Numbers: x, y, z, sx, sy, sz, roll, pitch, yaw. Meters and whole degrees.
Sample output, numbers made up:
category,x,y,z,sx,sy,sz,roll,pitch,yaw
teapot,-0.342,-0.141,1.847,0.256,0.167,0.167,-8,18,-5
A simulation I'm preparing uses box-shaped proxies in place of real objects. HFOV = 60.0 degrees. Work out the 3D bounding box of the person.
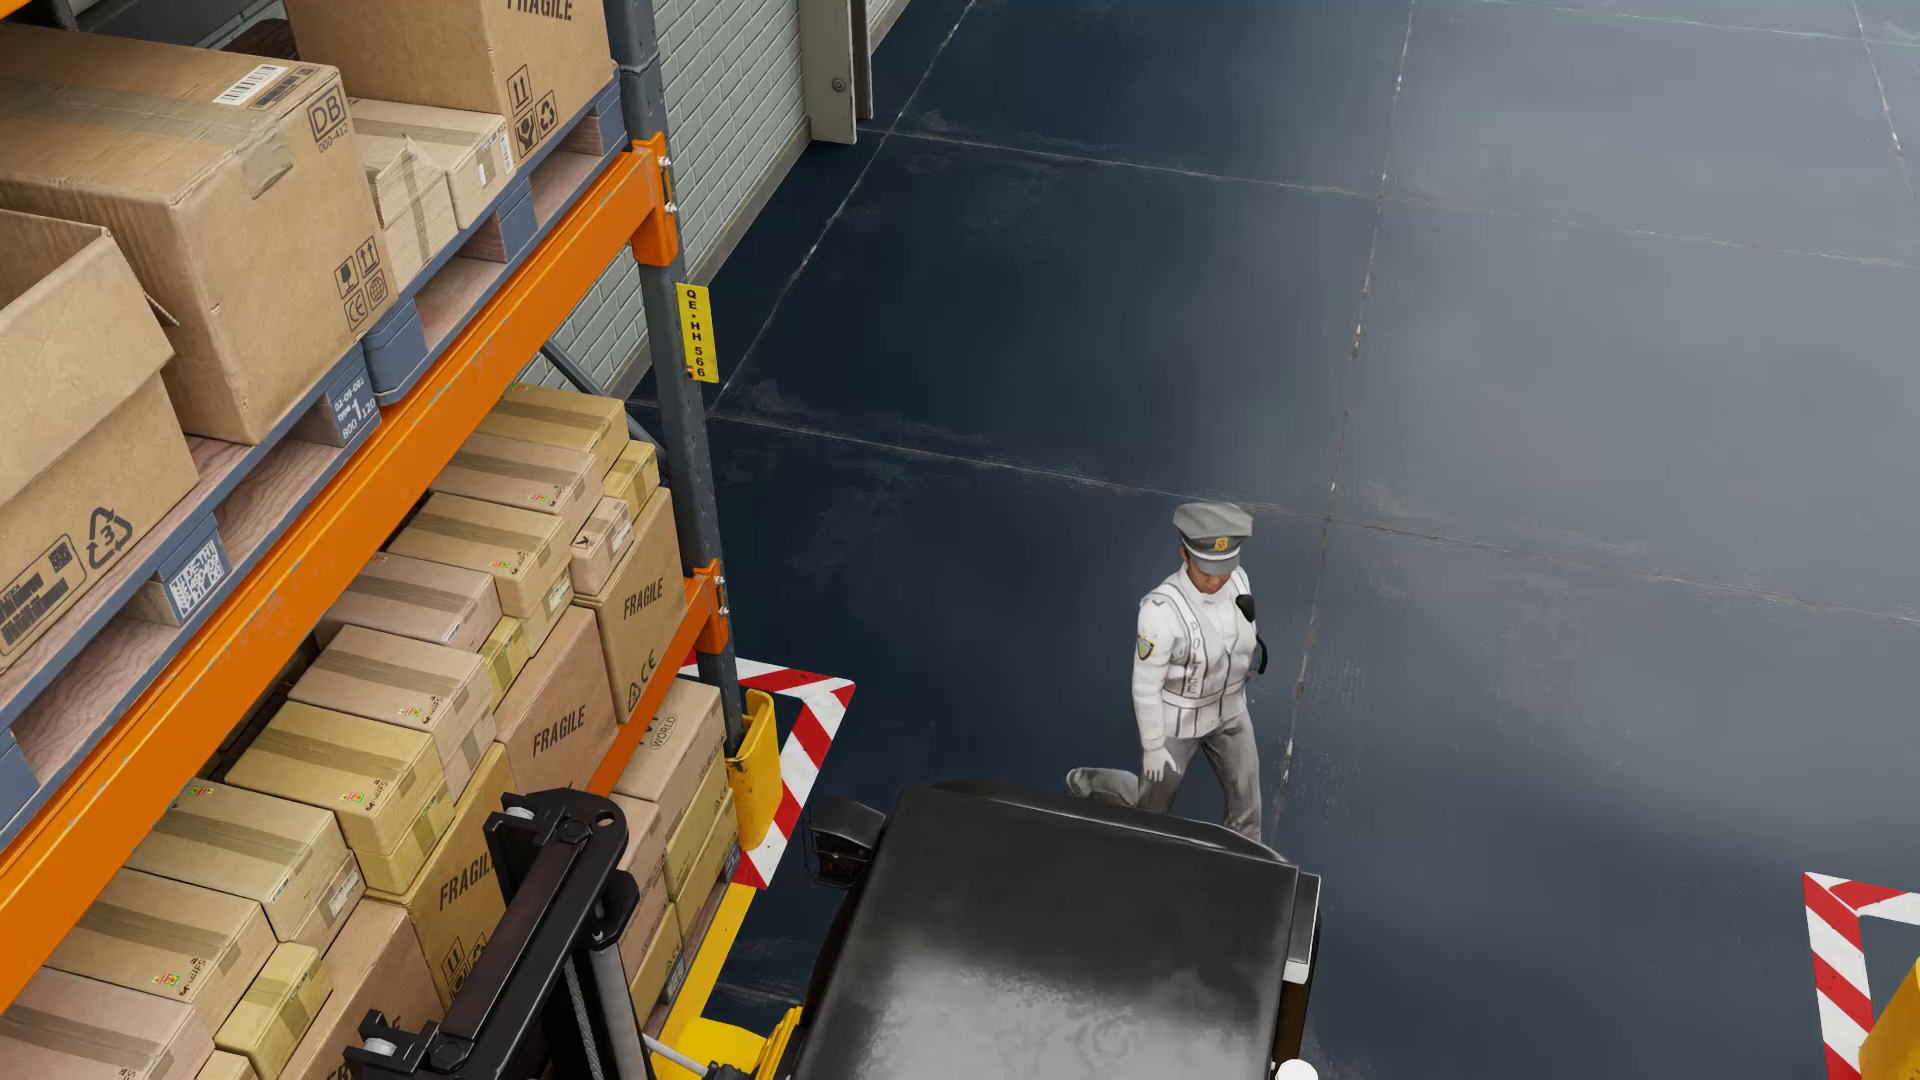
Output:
category,x,y,z,sx,sy,sz,roll,pitch,yaw
person,0.932,0.627,5.427,0.548,1.681,0.370,4,41,4
